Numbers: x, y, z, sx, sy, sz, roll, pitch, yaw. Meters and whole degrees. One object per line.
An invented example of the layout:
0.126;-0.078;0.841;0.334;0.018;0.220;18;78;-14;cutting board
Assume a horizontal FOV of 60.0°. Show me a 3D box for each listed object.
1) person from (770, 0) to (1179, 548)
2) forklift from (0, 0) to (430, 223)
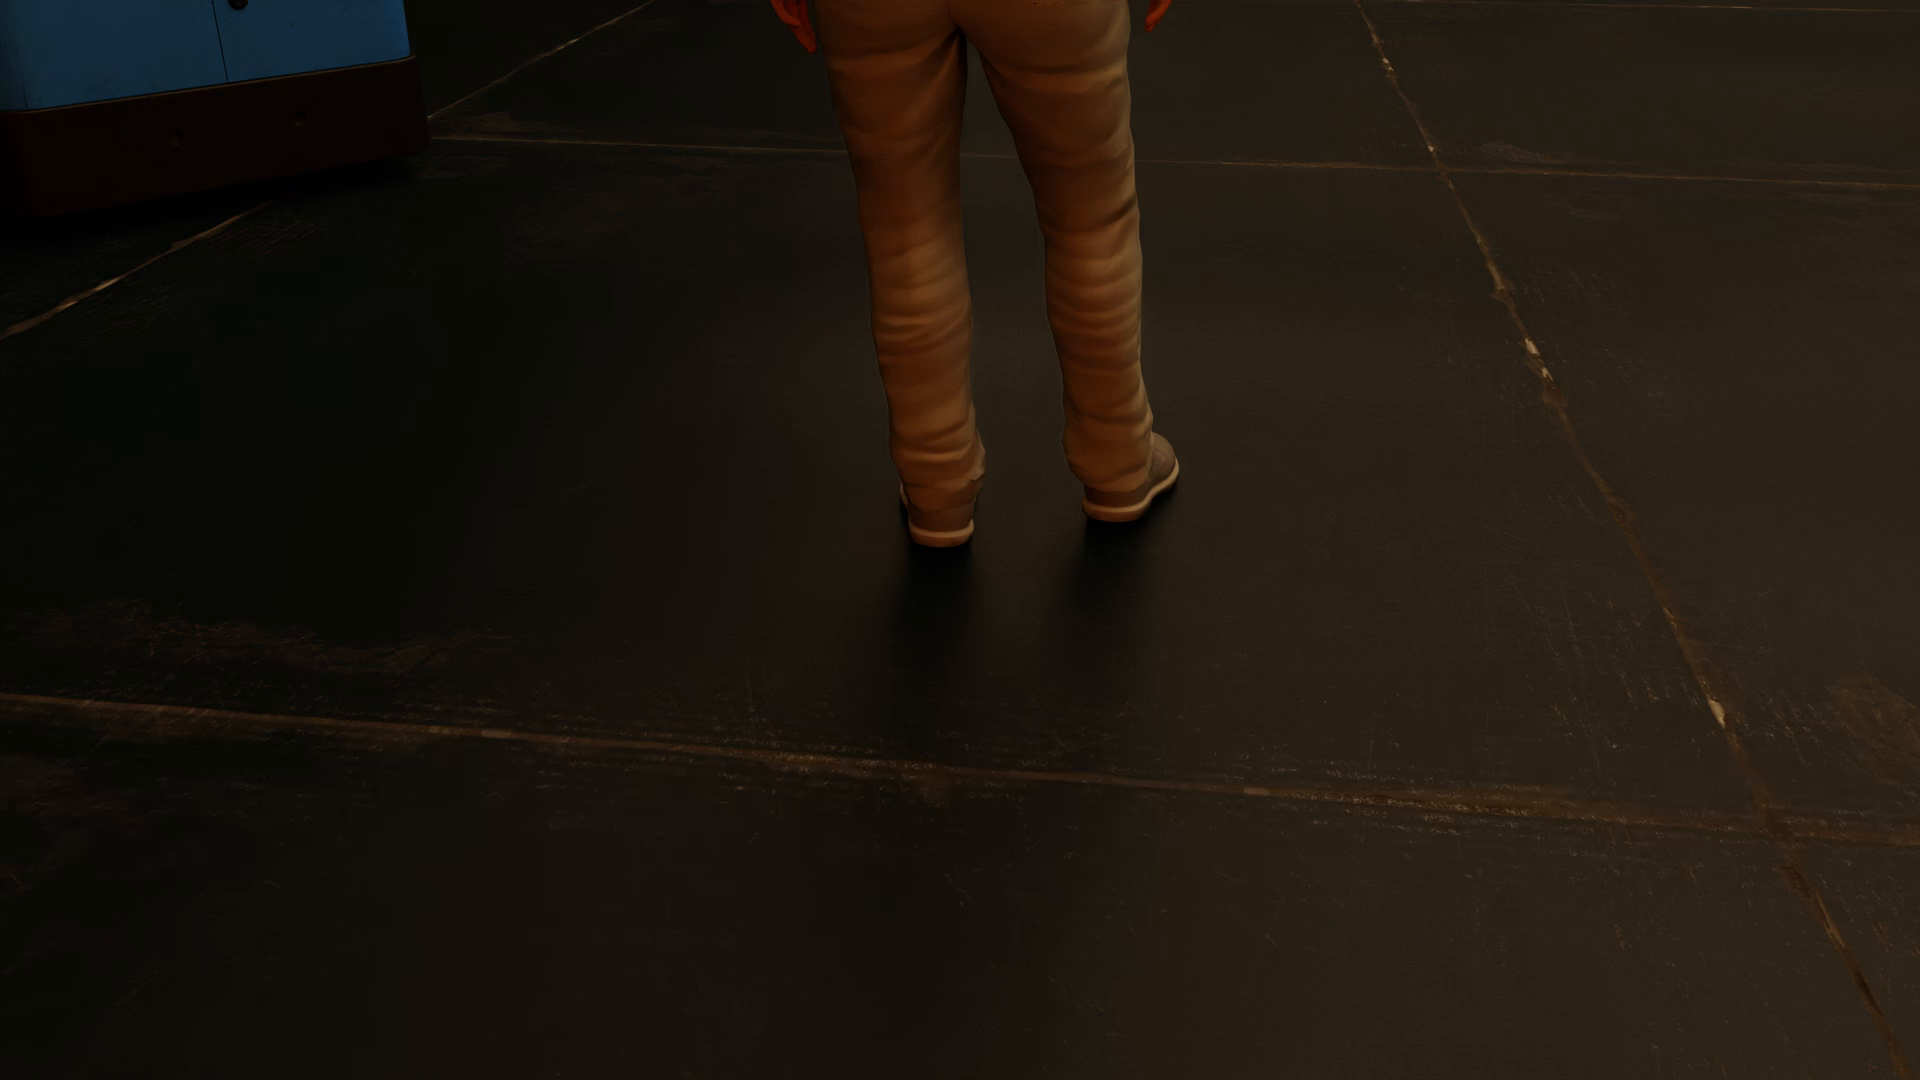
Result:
0.032;-0.785;2.190;0.599;1.670;0.529;3;27;7;person
-2.791;-2.621;4.471;1.130;2.935;3.031;-23;34;-38;forklift
